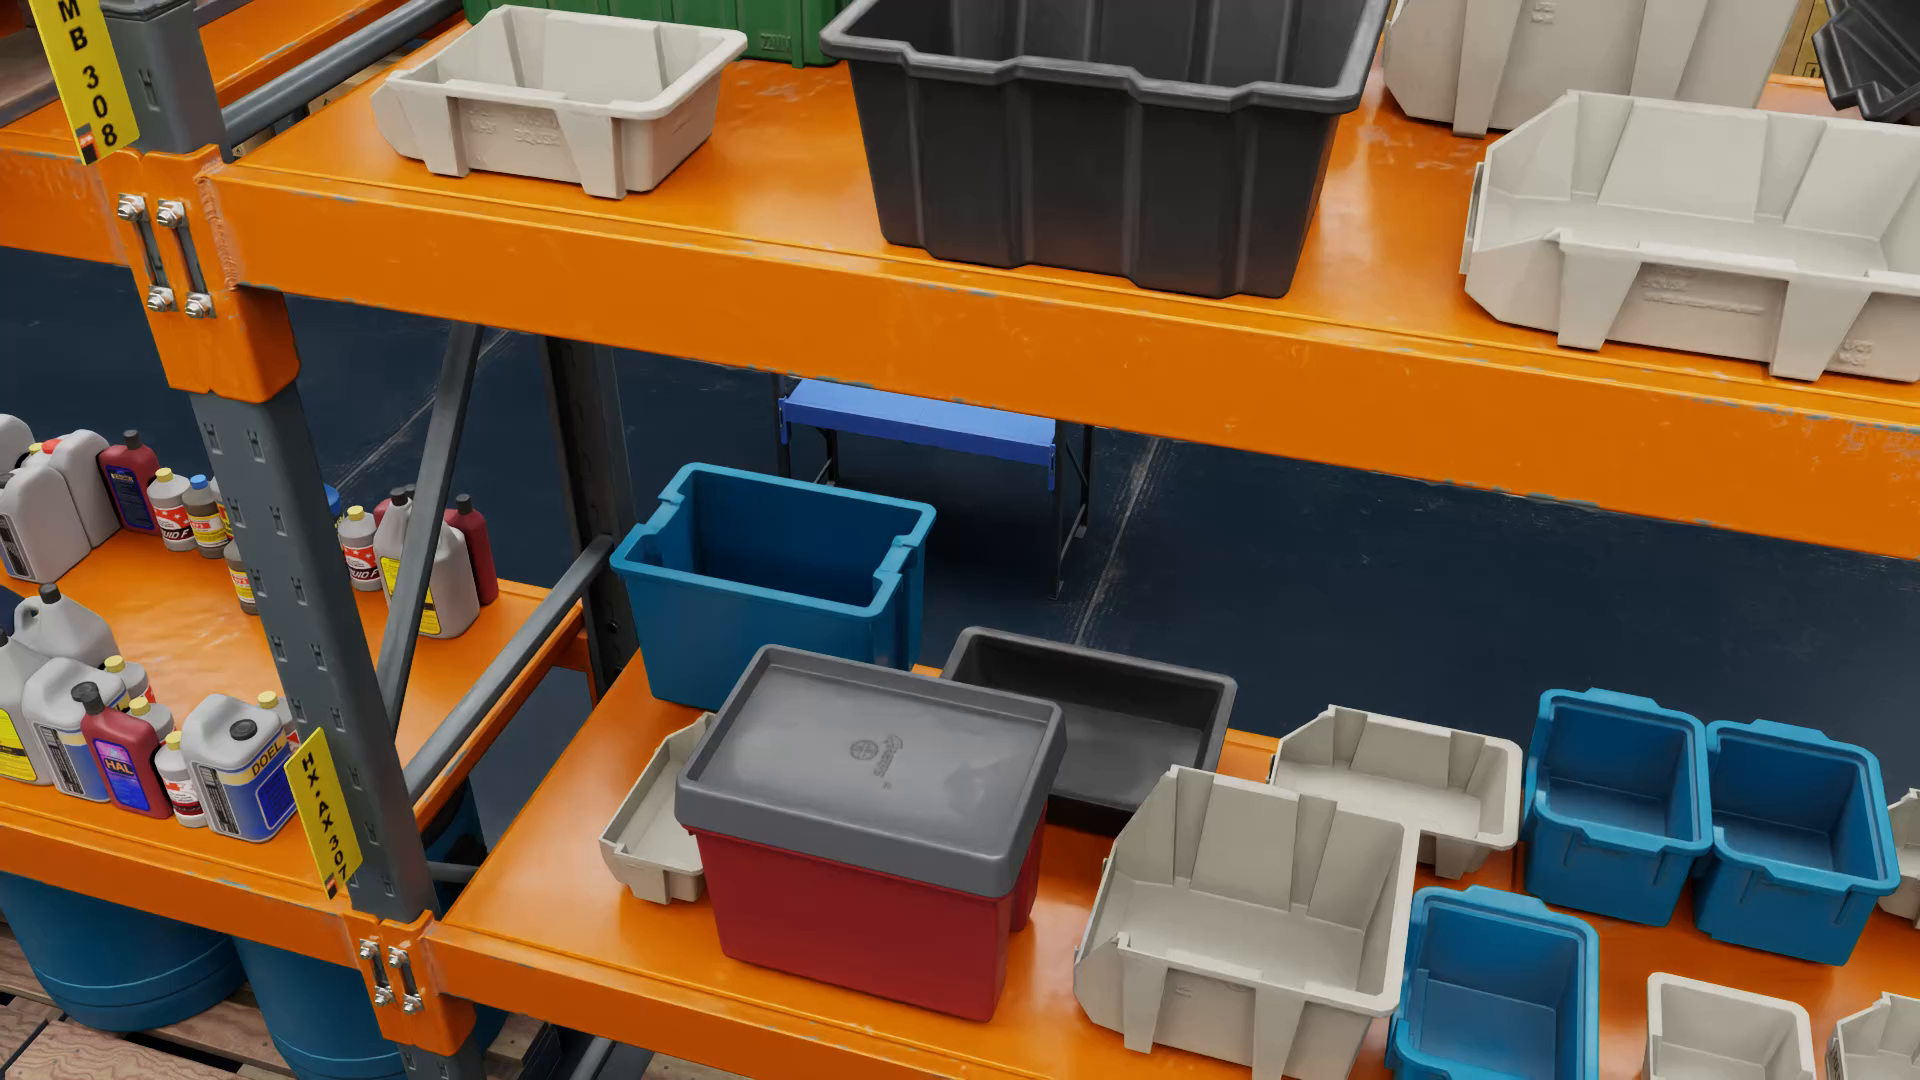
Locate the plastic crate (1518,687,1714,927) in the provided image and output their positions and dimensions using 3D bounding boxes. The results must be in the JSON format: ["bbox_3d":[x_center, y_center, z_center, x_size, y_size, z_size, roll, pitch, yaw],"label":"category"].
[{"bbox_3d":[1.217,0.507,3.122,0.300,0.233,0.416,10,38,14],"label":"plastic crate"}]

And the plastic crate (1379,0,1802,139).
[{"bbox_3d":[0.874,-0.748,2.305,0.530,0.282,0.437,10,38,14],"label":"plastic crate"}]

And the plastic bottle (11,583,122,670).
[{"bbox_3d":[-1.853,0.233,3.445,0.185,0.351,0.144,10,38,14],"label":"plastic bottle"}]

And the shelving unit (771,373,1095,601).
[{"bbox_3d":[-0.081,-0.619,5.826,1.048,1.500,0.538,10,38,14],"label":"shelving unit"}]

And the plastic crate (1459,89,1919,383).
[{"bbox_3d":[0.851,-0.348,1.884,0.530,0.136,0.437,10,38,14],"label":"plastic crate"}]

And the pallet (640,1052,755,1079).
[{"bbox_3d":[-0.207,1.503,4.030,1.213,0.211,1.003,10,38,14],"label":"pallet"}]

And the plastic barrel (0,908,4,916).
[{"bbox_3d":[-2.623,0.724,4.481,0.421,0.512,0.421,0,36,0],"label":"plastic barrel"}]

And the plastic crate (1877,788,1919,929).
[{"bbox_3d":[1.831,0.608,3.066,0.298,0.136,0.250,10,38,14],"label":"plastic crate"}]

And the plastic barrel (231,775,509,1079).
[{"bbox_3d":[-1.435,0.842,3.991,0.708,0.901,0.600,10,38,14],"label":"plastic barrel"}]

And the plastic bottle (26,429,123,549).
[{"bbox_3d":[-2.133,-0.139,4.013,0.135,0.276,0.152,10,38,14],"label":"plastic bottle"}]

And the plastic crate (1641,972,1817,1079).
[{"bbox_3d":[1.231,0.883,2.692,0.250,0.136,0.298,10,38,14],"label":"plastic crate"}]

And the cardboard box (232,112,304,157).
[{"bbox_3d":[-3.833,-2.254,8.747,0.500,0.250,0.500,11,38,15],"label":"cardboard box"}]

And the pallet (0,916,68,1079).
[{"bbox_3d":[-2.813,1.021,4.685,1.213,0.211,1.003,10,38,14],"label":"pallet"}]

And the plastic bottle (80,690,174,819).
[{"bbox_3d":[-1.628,0.417,3.251,0.133,0.283,0.061,10,38,14],"label":"plastic bottle"}]

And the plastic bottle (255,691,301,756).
[{"bbox_3d":[-1.374,0.391,3.355,0.097,0.201,0.097,0,36,0],"label":"plastic bottle"}]

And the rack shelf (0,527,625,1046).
[{"bbox_3d":[-2.830,0.208,4.043,4.000,0.370,1.077,10,38,14],"label":"rack shelf"}]

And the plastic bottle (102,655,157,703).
[{"bbox_3d":[-1.722,0.327,3.443,0.097,0.201,0.097,0,36,0],"label":"plastic bottle"}]

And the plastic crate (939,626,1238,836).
[{"bbox_3d":[0.228,0.404,3.351,0.590,0.125,0.437,10,38,14],"label":"plastic crate"}]

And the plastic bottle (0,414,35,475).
[{"bbox_3d":[-2.354,-0.180,4.069,0.135,0.276,0.152,10,38,14],"label":"plastic bottle"}]

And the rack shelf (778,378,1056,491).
[{"bbox_3d":[-0.081,-0.474,5.933,1.000,0.185,0.538,10,38,14],"label":"rack shelf"}]

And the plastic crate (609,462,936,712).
[{"bbox_3d":[-0.373,0.144,3.487,0.575,0.384,0.392,10,38,14],"label":"plastic crate"}]

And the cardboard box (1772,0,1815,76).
[{"bbox_3d":[2.899,-1.969,6.311,0.500,0.500,0.500,11,38,14],"label":"cardboard box"}]

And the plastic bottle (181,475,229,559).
[{"bbox_3d":[-1.794,-0.063,3.973,0.097,0.201,0.097,0,36,0],"label":"plastic bottle"}]

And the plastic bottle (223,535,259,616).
[{"bbox_3d":[-1.618,0.064,3.800,0.097,0.201,0.097,0,36,0],"label":"plastic bottle"}]

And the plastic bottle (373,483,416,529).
[{"bbox_3d":[-1.271,-0.011,3.833,0.133,0.283,0.061,10,38,14],"label":"plastic bottle"}]

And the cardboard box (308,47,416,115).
[{"bbox_3d":[-2.909,-2.165,8.399,0.500,0.500,0.500,12,38,16],"label":"cardboard box"}]

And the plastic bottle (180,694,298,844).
[{"bbox_3d":[-1.393,0.435,3.233,0.135,0.276,0.152,10,38,14],"label":"plastic bottle"}]

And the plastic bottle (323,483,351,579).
[{"bbox_3d":[-1.479,-0.033,3.873,0.097,0.271,0.097,0,36,0],"label":"plastic bottle"}]

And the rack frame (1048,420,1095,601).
[{"bbox_3d":[0.404,-0.529,5.704,0.032,1.500,0.500,10,38,14],"label":"rack frame"}]

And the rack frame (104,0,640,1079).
[{"bbox_3d":[-0.921,0.272,3.350,0.127,3.000,1.000,10,38,14],"label":"rack frame"}]

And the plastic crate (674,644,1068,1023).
[{"bbox_3d":[-0.143,0.522,2.906,0.583,0.464,0.402,10,38,14],"label":"plastic crate"}]

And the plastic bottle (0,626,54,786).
[{"bbox_3d":[-1.896,0.315,3.334,0.185,0.351,0.144,10,38,14],"label":"plastic bottle"}]

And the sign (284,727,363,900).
[{"bbox_3d":[-1.086,0.471,2.845,0.005,0.325,0.100,10,38,14],"label":"sign"}]

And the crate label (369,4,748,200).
[{"bbox_3d":[-0.540,-0.580,2.199,0.466,0.136,0.293,10,38,14],"label":"crate label"}]

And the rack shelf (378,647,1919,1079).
[{"bbox_3d":[0.988,0.915,3.083,4.000,0.370,1.077,10,38,14],"label":"rack shelf"}]
